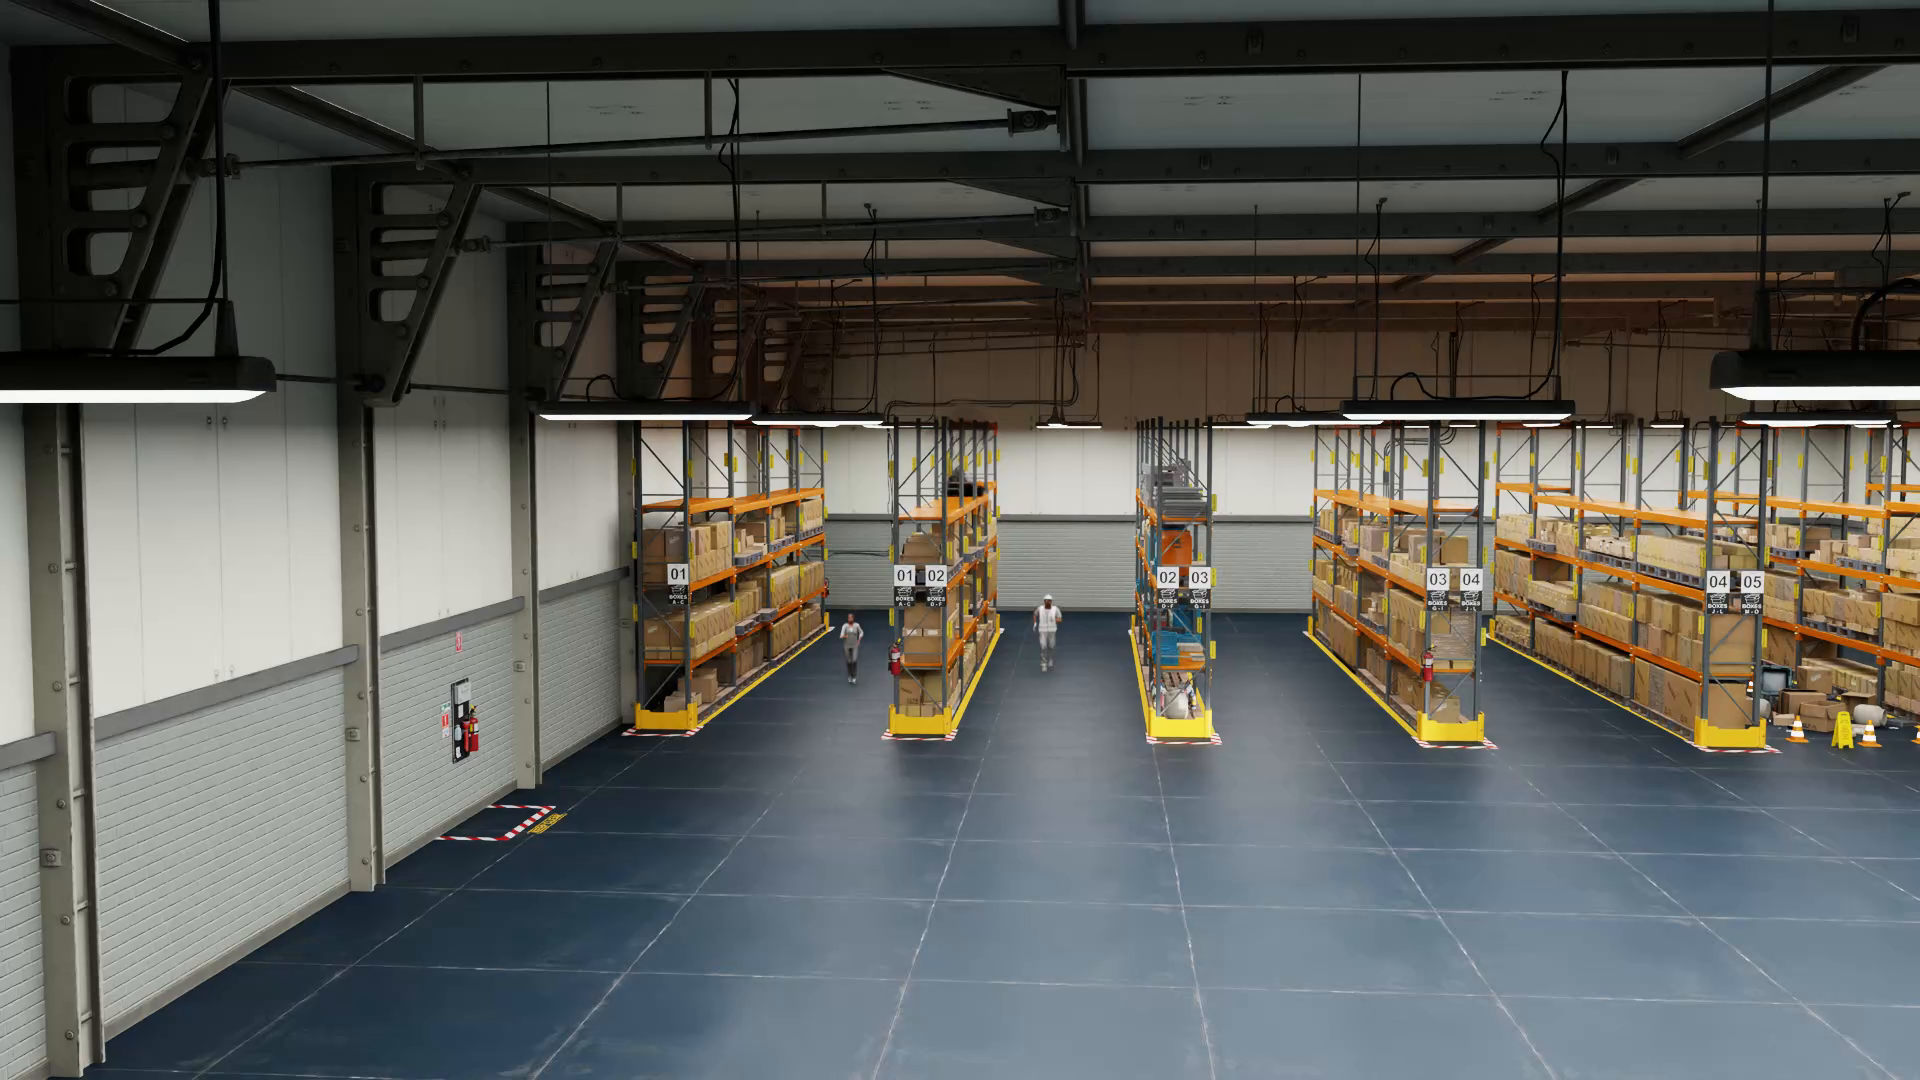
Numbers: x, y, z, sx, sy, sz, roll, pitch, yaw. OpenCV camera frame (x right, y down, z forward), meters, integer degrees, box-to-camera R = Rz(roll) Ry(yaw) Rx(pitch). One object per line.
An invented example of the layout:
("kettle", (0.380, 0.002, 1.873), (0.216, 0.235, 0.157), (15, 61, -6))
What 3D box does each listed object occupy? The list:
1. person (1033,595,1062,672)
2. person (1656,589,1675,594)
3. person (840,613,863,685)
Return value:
("person", (2.099, 2.204, 39.786), (0.680, 1.797, 0.932), (0, 4, 1))
("person", (20.070, 1.761, 47.280), (0.591, 1.765, 0.710), (2, 4, 28))
("person", (-2.460, 2.469, 37.639), (0.514, 1.631, 0.653), (0, 4, 0))
